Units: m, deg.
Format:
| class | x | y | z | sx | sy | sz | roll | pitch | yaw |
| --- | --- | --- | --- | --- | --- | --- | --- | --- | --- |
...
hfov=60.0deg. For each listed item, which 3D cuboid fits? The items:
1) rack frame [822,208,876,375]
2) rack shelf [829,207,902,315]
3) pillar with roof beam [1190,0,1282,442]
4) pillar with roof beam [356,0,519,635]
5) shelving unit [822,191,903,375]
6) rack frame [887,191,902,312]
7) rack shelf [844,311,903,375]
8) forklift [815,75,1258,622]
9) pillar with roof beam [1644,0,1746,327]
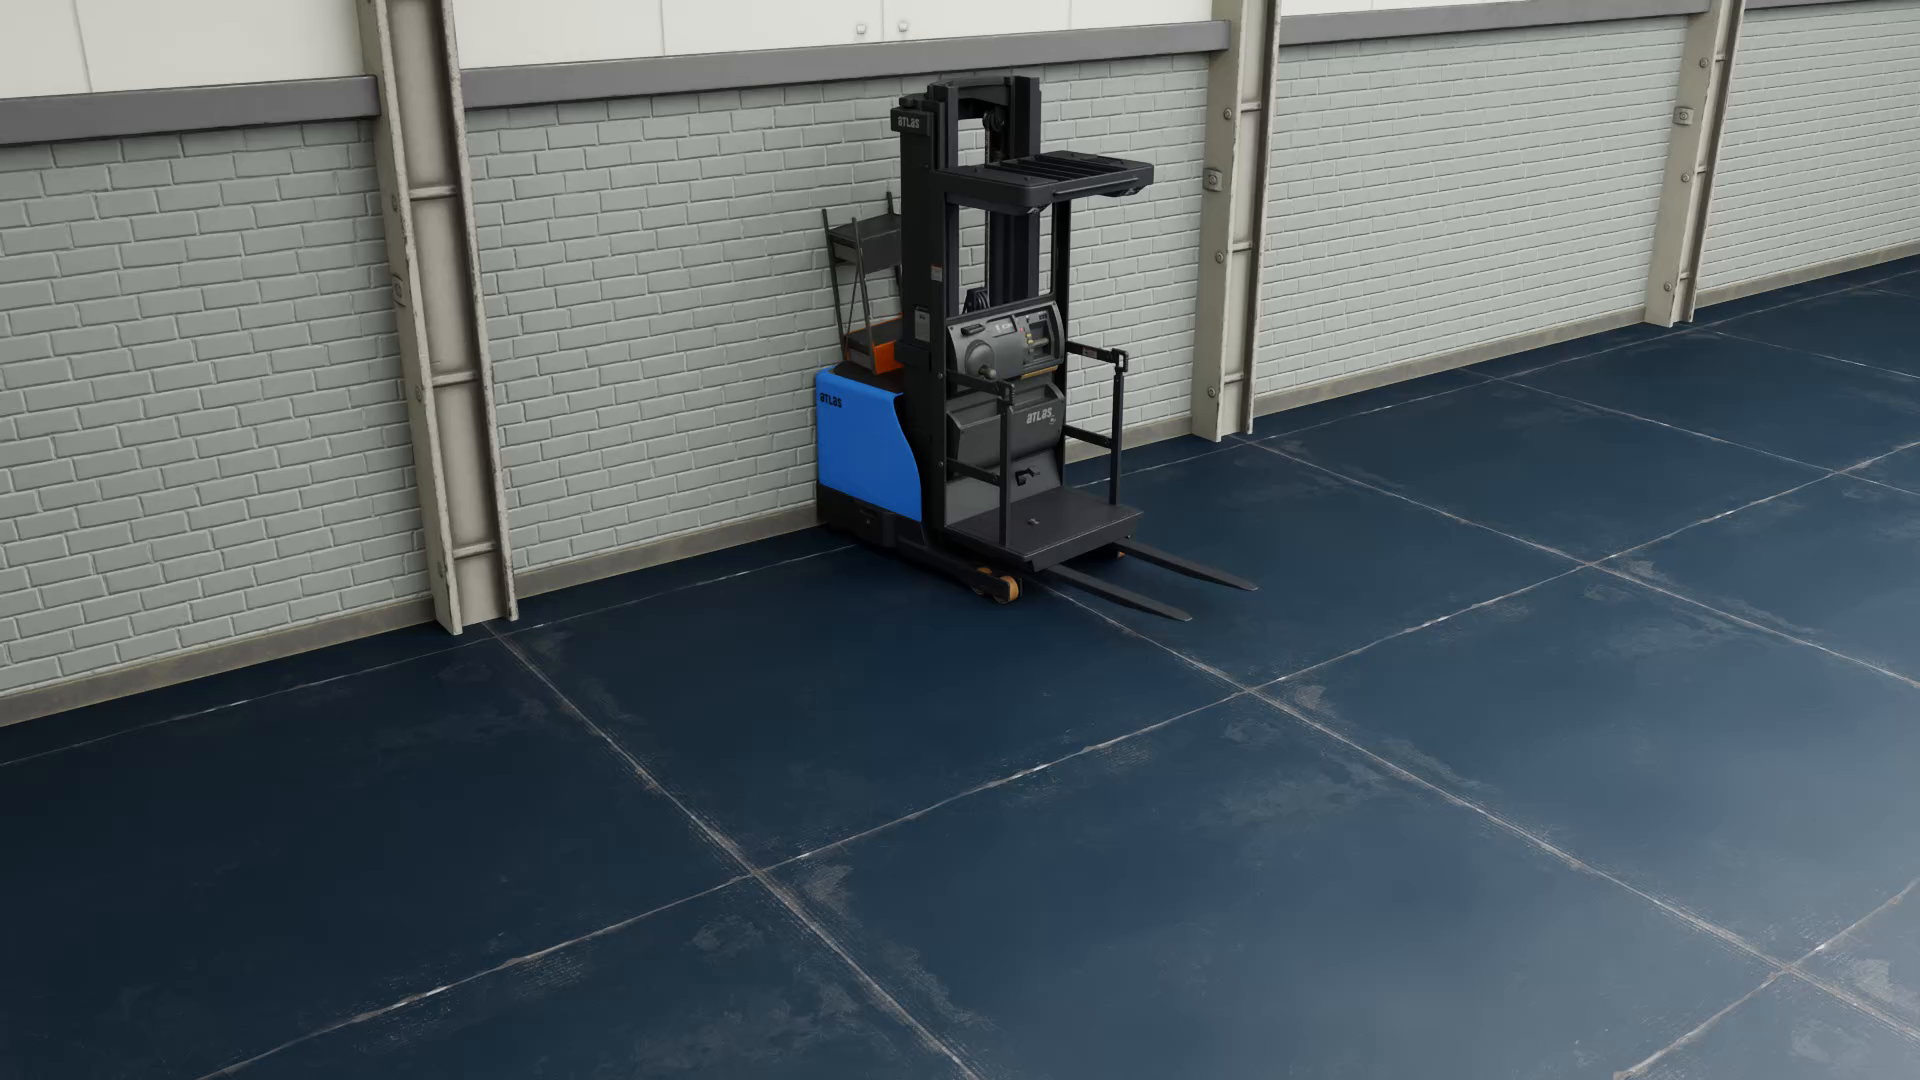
| class | x | y | z | sx | sy | sz | roll | pitch | yaw |
| --- | --- | --- | --- | --- | --- | --- | --- | --- | --- |
| rack frame | -0.645 | -1.083 | 10.754 | 0.015 | 2.100 | 0.400 | -21 | 29 | -28 |
| rack shelf | -0.516 | -1.778 | 10.578 | 0.480 | 0.518 | 0.431 | -21 | 29 | -28 |
| pillar with roof beam | 4.552 | -3.725 | 8.090 | 0.400 | 9.000 | 9.100 | -15 | 26 | -33 |
| pillar with roof beam | -0.318 | -2.426 | 4.835 | 0.400 | 9.000 | 9.100 | -15 | 26 | -33 |
| shelving unit | -0.445 | -1.161 | 10.870 | 0.503 | 2.100 | 0.431 | -21 | 29 | -28 |
| rack frame | -0.245 | -1.239 | 10.987 | 0.015 | 2.100 | 0.400 | -21 | 29 | -28 |
| rack shelf | -0.444 | -1.149 | 10.876 | 0.480 | 0.518 | 0.431 | -21 | 29 | -28 |
| forklift | 0.433 | -1.196 | 9.938 | 1.130 | 2.935 | 3.031 | -20 | 29 | -40 |
| pillar with roof beam | 9.423 | -5.024 | 11.345 | 0.400 | 9.000 | 9.100 | -15 | 26 | -33 |
